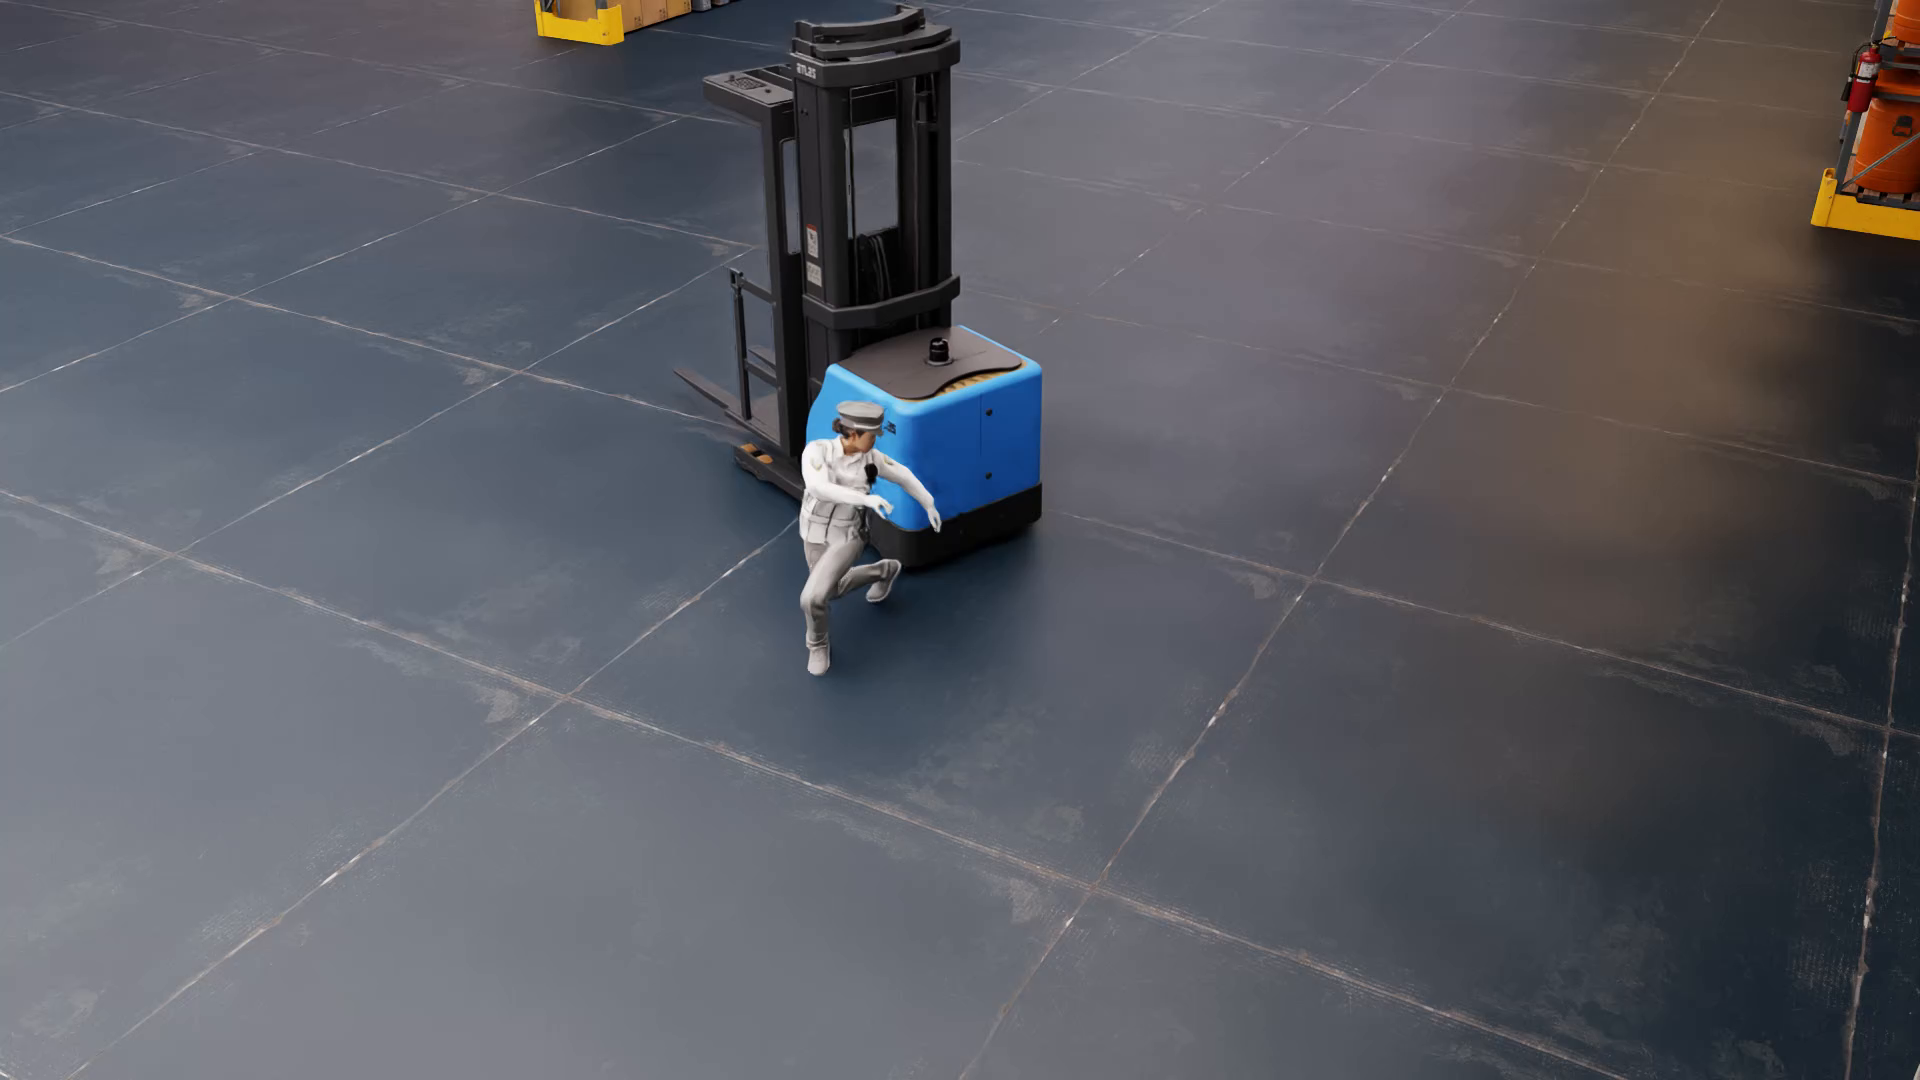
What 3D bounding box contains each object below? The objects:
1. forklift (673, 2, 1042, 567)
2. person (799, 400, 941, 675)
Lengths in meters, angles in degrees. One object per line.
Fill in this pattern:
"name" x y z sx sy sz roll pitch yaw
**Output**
"forklift" -0.811 -1.785 10.164 1.130 2.935 3.031 -21 36 -32
"person" -0.508 -0.060 8.762 0.670 1.443 0.918 9 31 15
